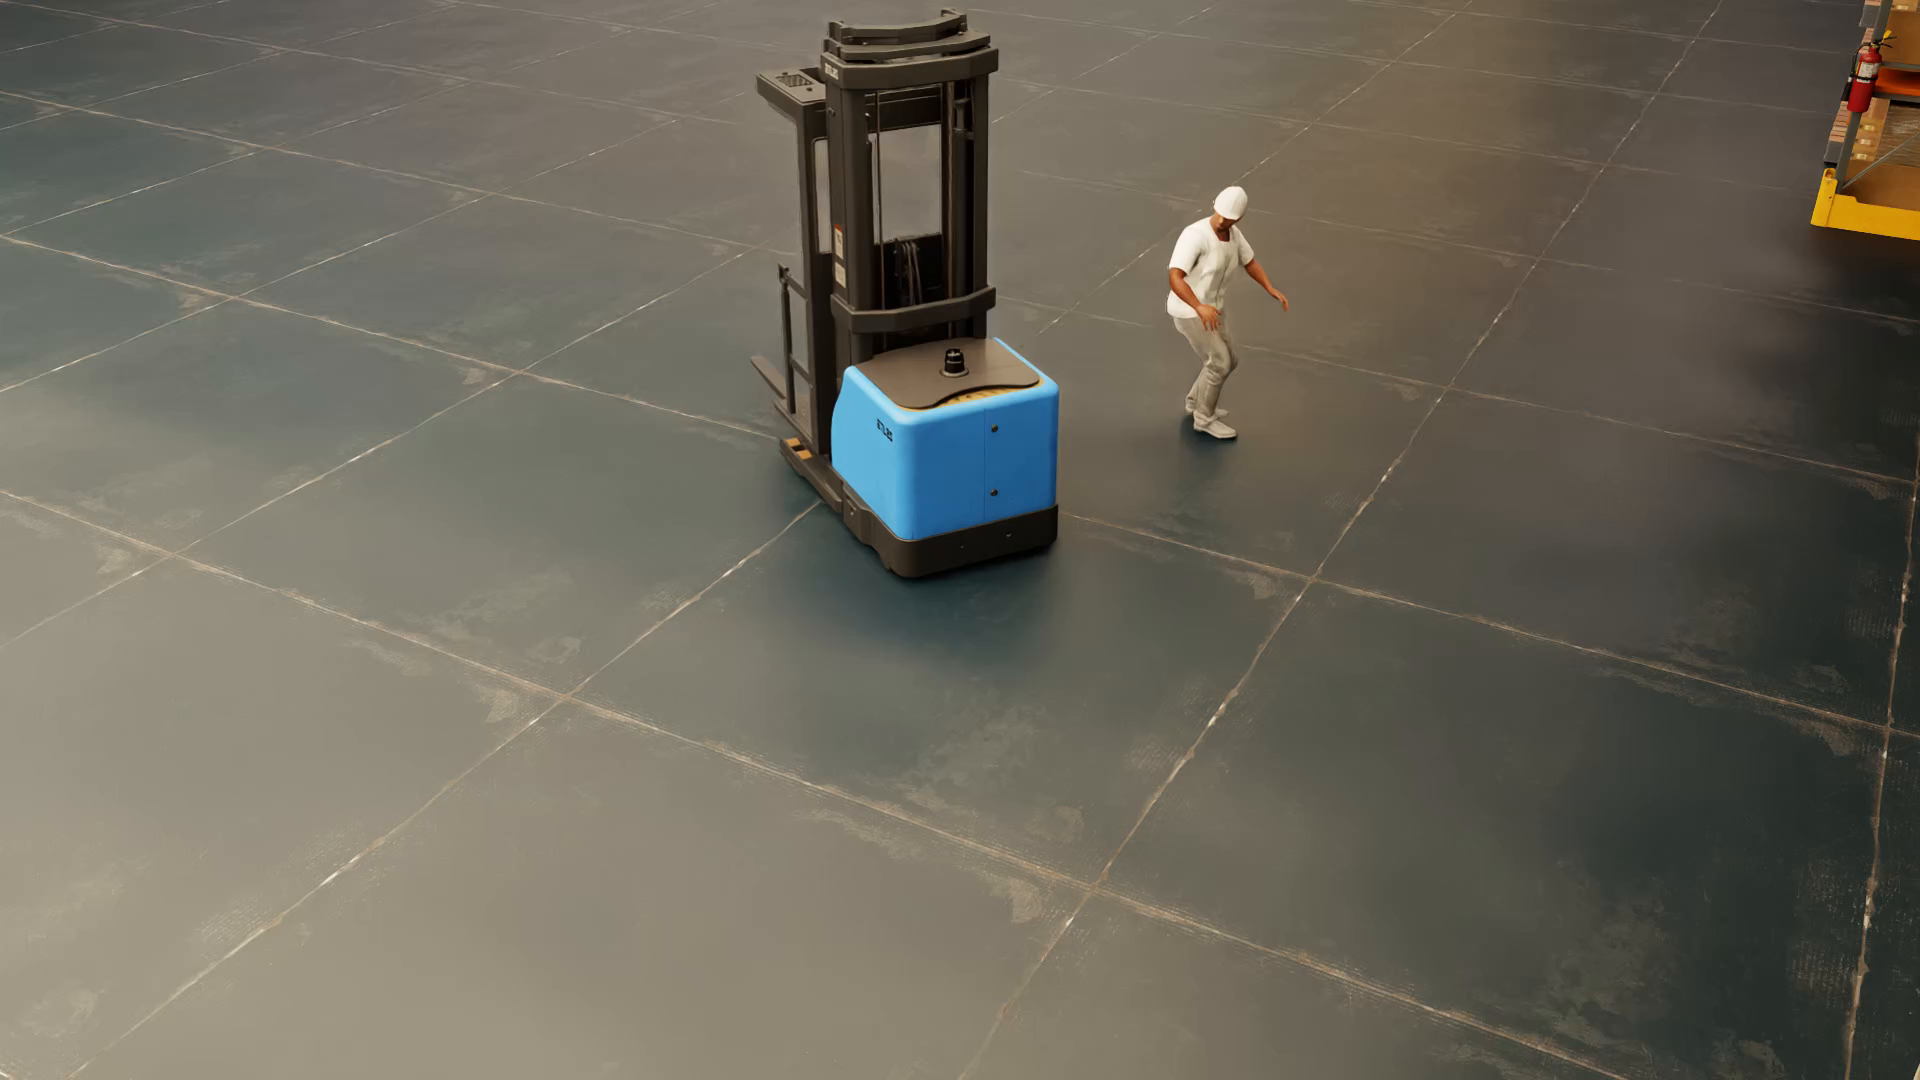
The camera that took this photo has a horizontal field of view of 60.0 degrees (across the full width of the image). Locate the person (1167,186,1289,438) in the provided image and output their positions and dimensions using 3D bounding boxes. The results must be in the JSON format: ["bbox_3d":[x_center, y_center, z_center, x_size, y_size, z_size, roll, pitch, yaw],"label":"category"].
[{"bbox_3d":[1.734,-1.483,10.918,0.679,1.708,0.823,18,35,29],"label":"person"}]

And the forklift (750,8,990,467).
[{"bbox_3d":[-0.519,-1.771,10.139,1.121,2.935,3.031,-14,33,-22],"label":"forklift"}]
